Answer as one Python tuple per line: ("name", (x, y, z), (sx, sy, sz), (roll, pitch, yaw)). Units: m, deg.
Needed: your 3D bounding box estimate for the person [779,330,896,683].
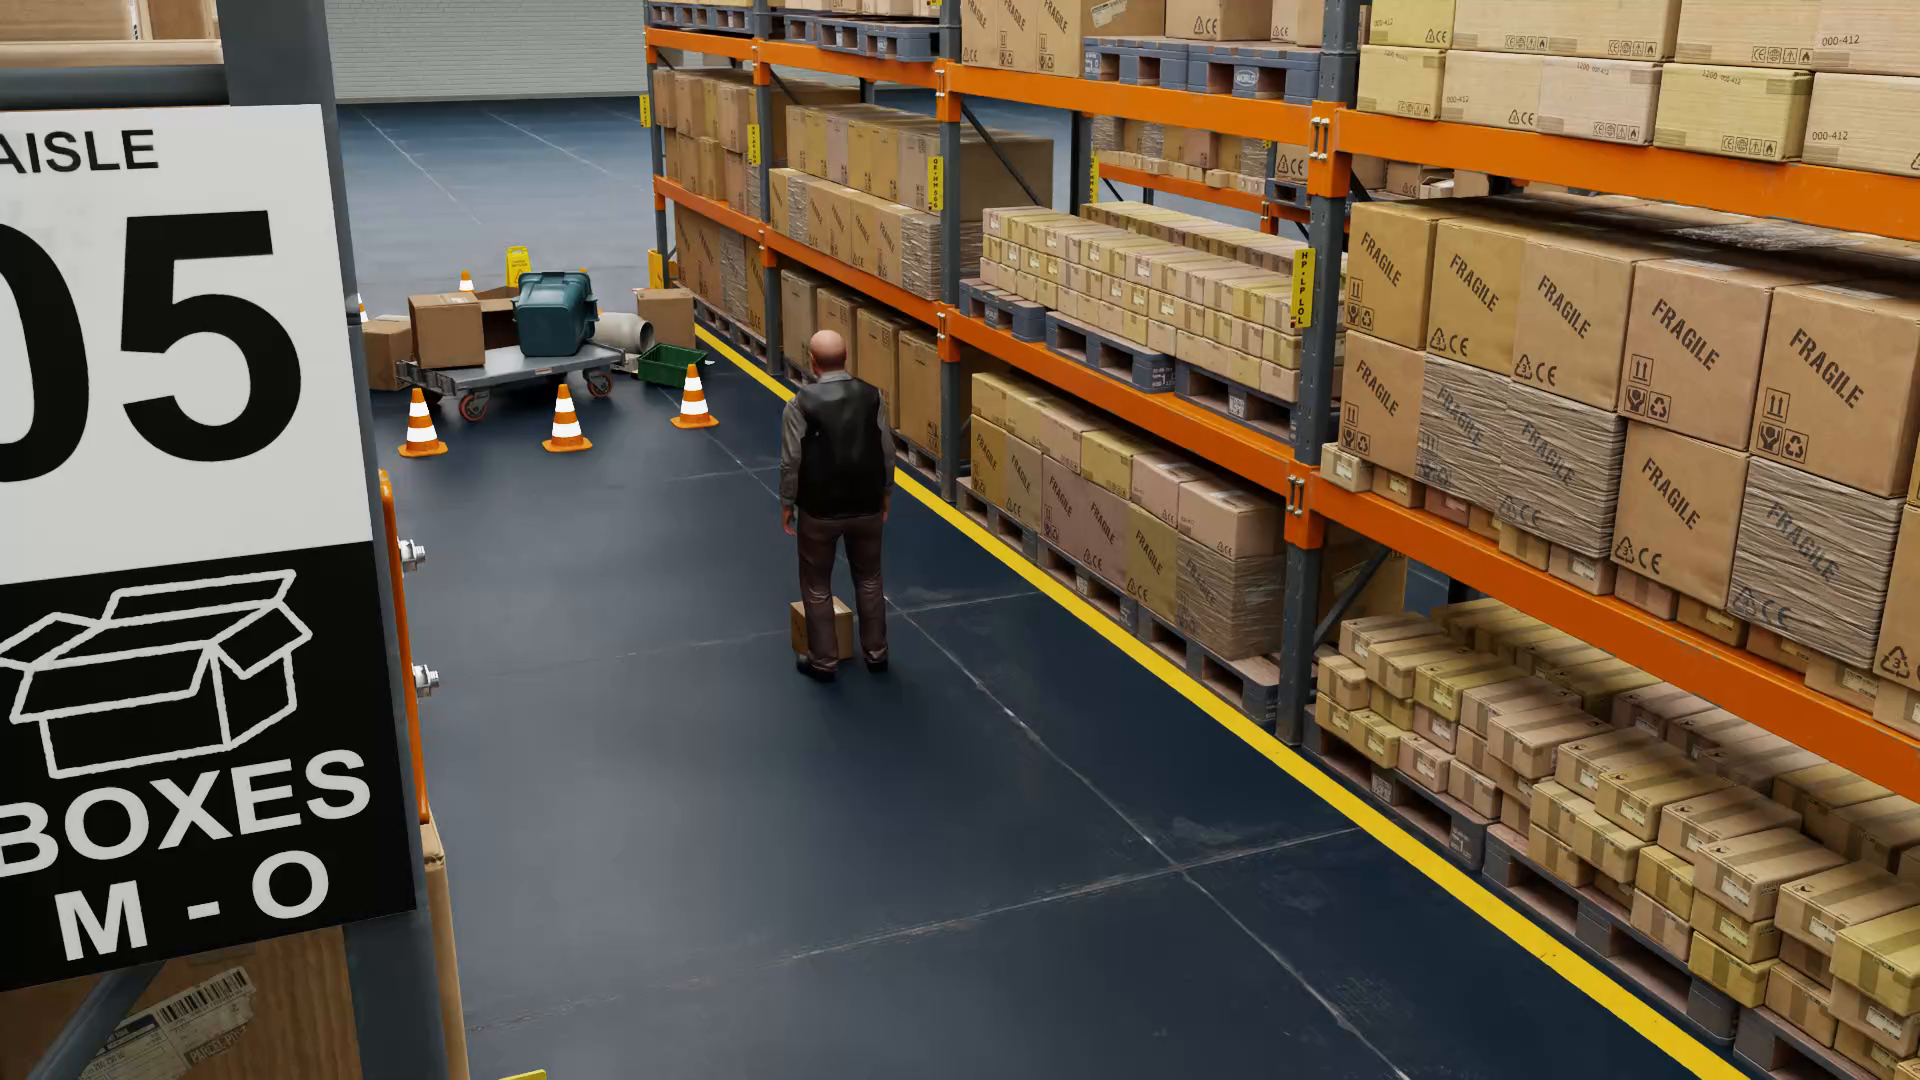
("person", (-0.584, -0.154, 8.054), (0.581, 1.721, 0.419), (-8, 20, -22))
